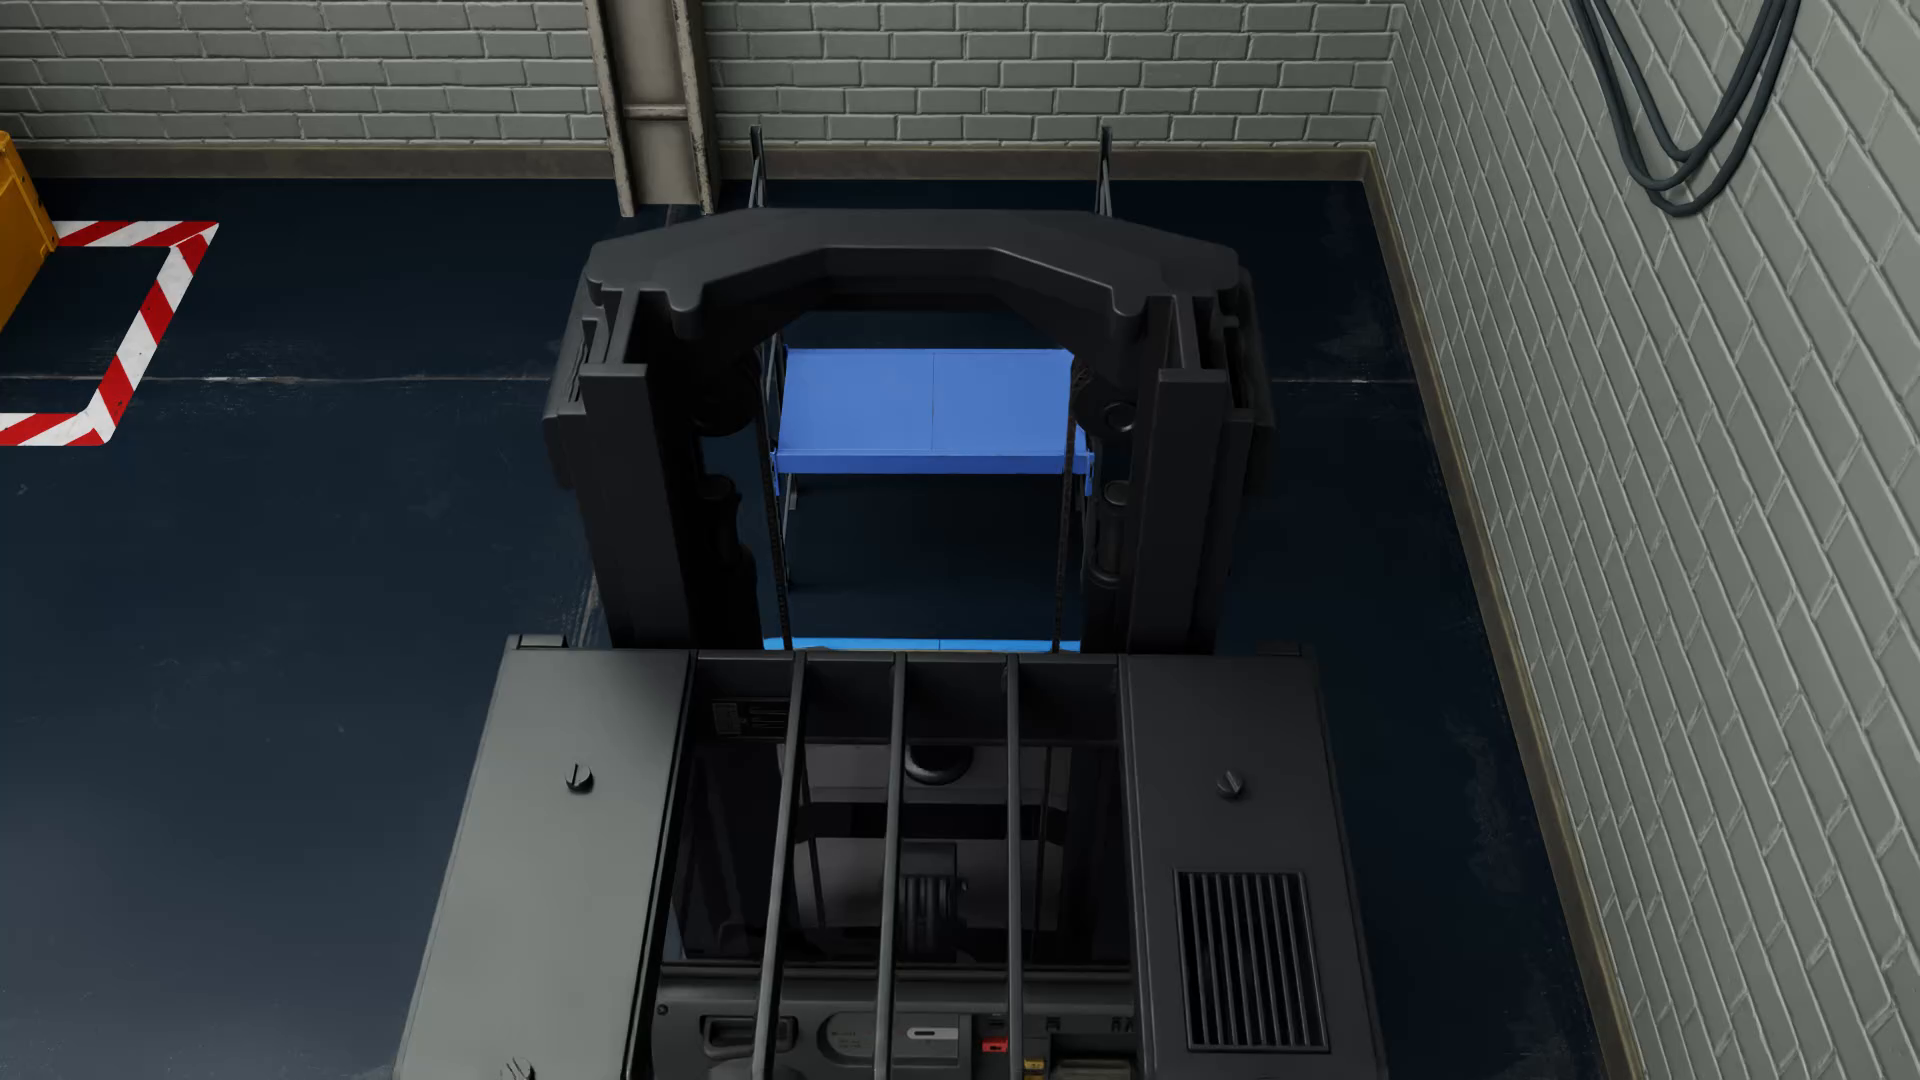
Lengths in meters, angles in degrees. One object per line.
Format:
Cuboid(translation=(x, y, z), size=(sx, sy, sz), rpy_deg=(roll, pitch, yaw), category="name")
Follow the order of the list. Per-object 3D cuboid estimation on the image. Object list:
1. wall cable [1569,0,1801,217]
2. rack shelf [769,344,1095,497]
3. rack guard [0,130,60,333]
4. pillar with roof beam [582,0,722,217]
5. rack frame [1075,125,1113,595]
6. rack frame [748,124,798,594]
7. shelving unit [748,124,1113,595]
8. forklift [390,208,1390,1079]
Cuboid(translation=(1.720, -2.582, 4.127), size=(0.112, 2.526, 3.097), rpy_deg=(0, 47, 0), category="wall cable")
Cuboid(translation=(-0.085, -0.389, 5.333), size=(1.000, 0.185, 0.538), rpy_deg=(0, 47, 0), category="rack shelf")
Cuboid(translation=(-3.911, -1.022, 6.359), size=(0.348, 0.500, 1.175), rpy_deg=(0, 47, 0), category="rack guard")
Cuboid(translation=(-1.247, -1.392, 0.898), size=(0.400, 9.000, 9.100), rpy_deg=(0, 47, 0), category="pillar with roof beam")
Cuboid(translation=(0.423, -0.510, 5.200), size=(0.032, 1.500, 0.500), rpy_deg=(0, 47, 0), category="rack frame")
Cuboid(translation=(-0.594, -0.513, 5.203), size=(0.032, 1.500, 0.500), rpy_deg=(0, 47, 0), category="rack frame")
Cuboid(translation=(-0.085, -0.511, 5.201), size=(1.048, 1.500, 0.538), rpy_deg=(0, 47, 0), category="shelving unit")
Cuboid(translation=(-0.071, 1.055, 2.766), size=(1.130, 2.935, 3.031), rpy_deg=(1, 47, 1), category="forklift")
